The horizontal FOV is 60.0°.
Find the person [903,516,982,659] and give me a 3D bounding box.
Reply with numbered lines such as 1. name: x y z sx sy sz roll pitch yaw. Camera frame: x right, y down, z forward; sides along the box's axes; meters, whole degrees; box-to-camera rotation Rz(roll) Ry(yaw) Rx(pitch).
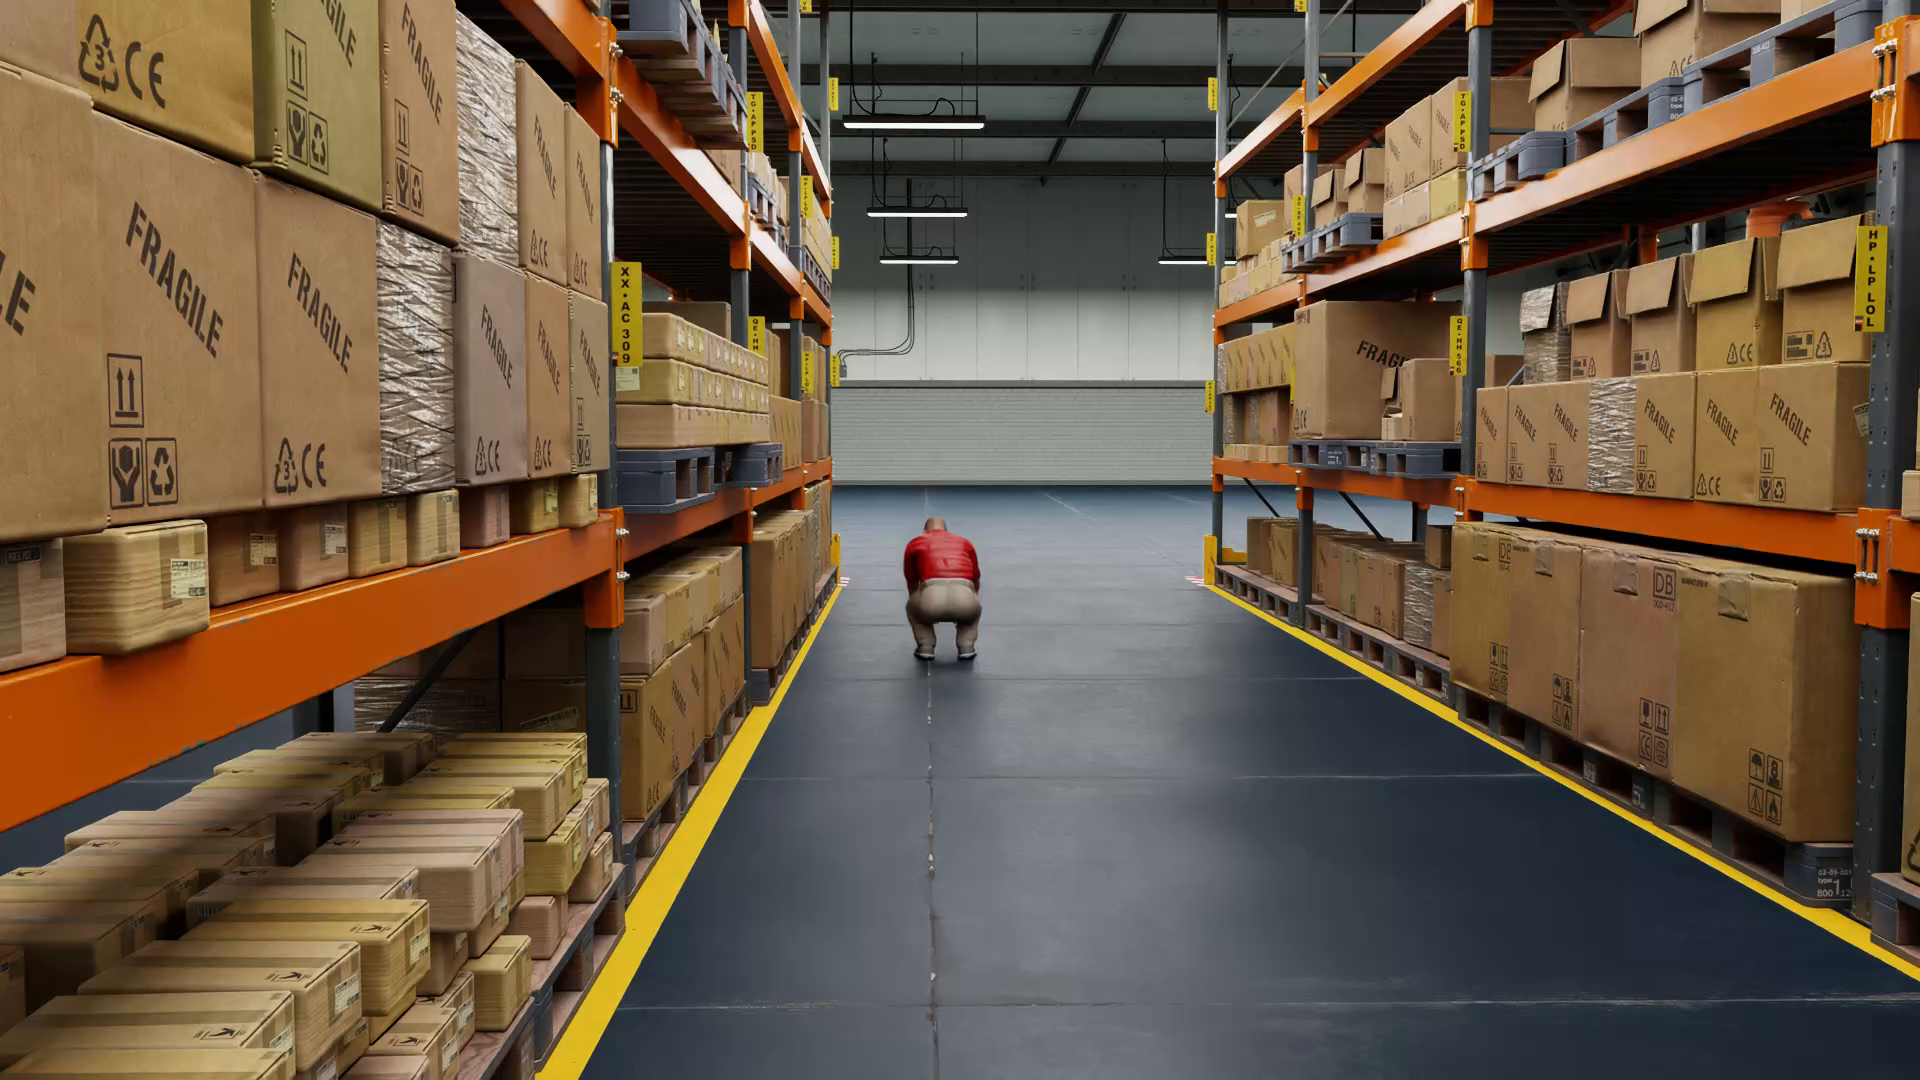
1. person: -0.119 0.330 11.717 0.562 0.971 0.878 0 4 -1
